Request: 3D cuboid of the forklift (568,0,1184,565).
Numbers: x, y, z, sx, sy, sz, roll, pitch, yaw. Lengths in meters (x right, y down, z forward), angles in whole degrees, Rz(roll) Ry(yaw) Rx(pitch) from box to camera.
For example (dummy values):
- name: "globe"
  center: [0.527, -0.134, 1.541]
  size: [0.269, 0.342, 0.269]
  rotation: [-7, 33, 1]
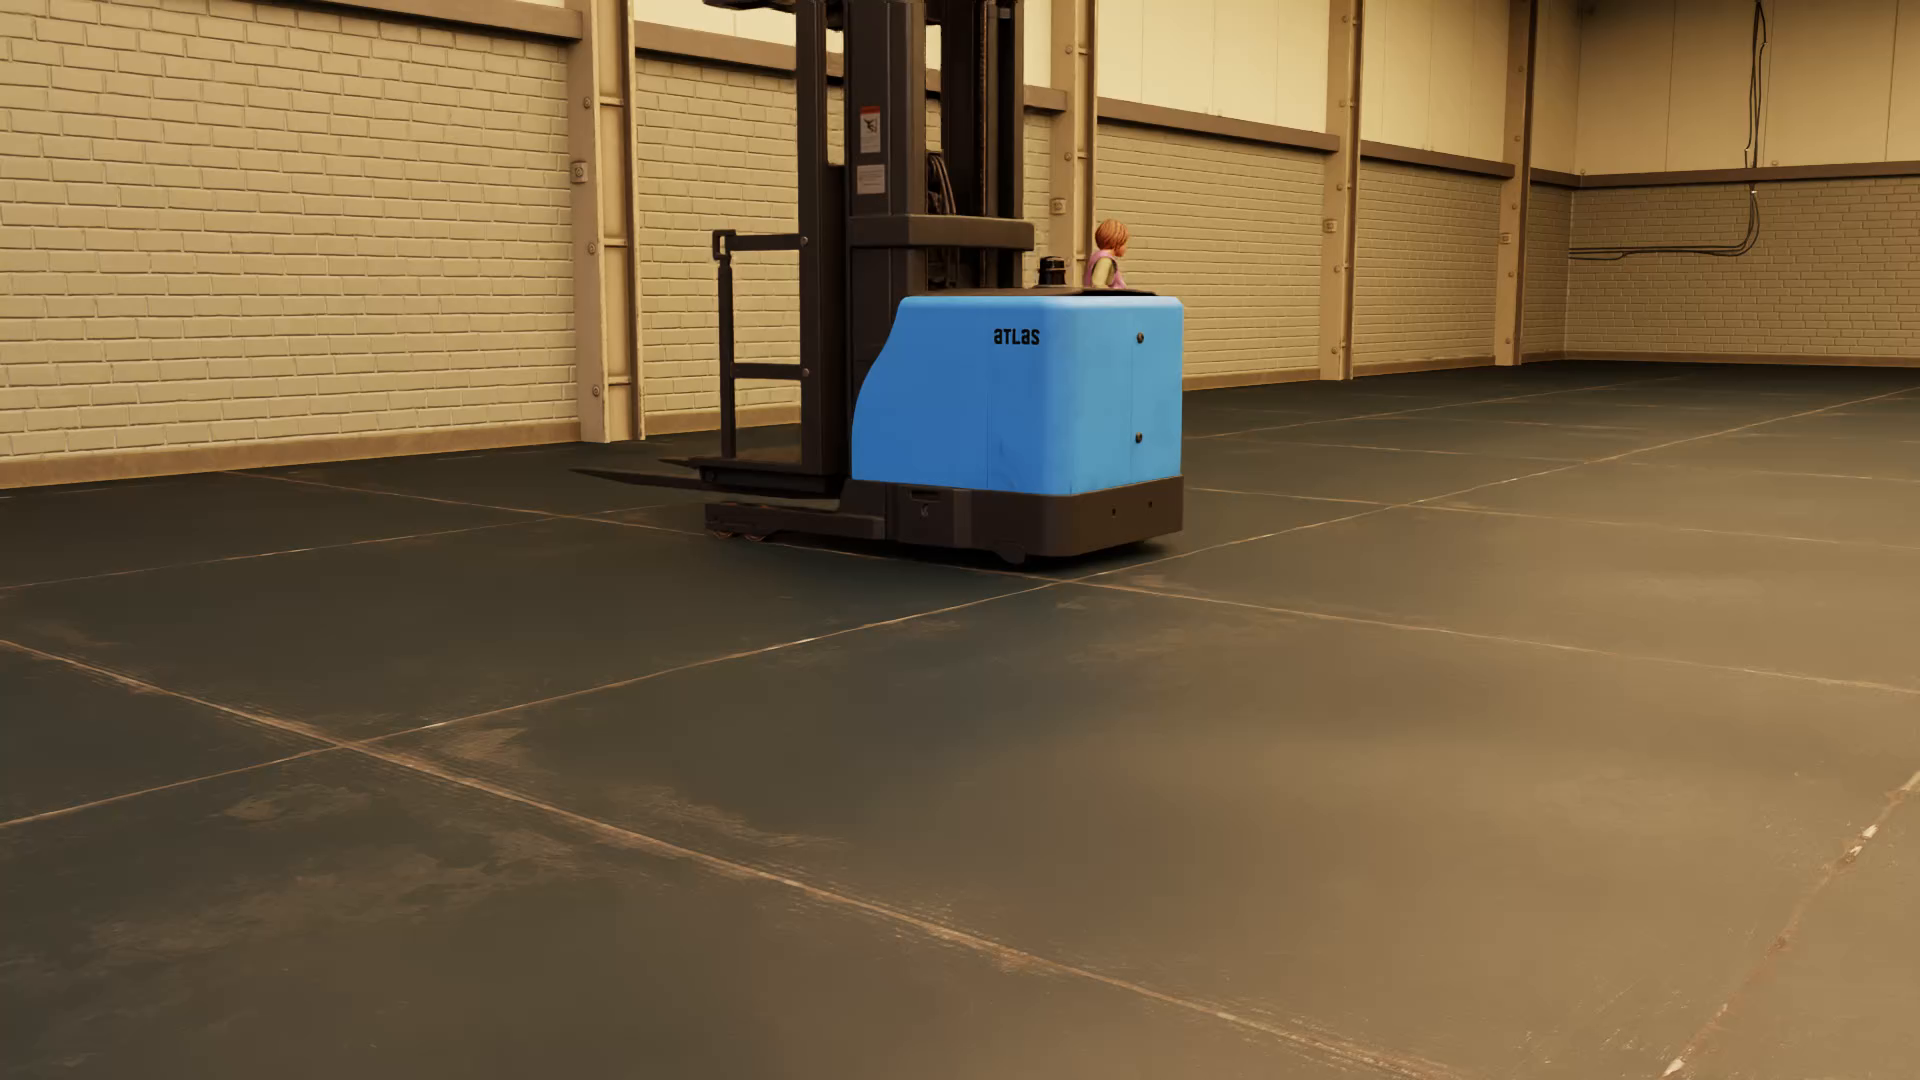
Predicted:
- name: "forklift"
  center: [-0.529, -1.496, 7.504]
  size: [3.031, 2.935, 1.130]
  rotation: [6, 10, 35]

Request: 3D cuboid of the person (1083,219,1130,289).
- name: "person"
  center: [0.863, -1.220, 10.444]
  size: [0.399, 1.563, 0.730]
  rotation: [0, 8, -1]
